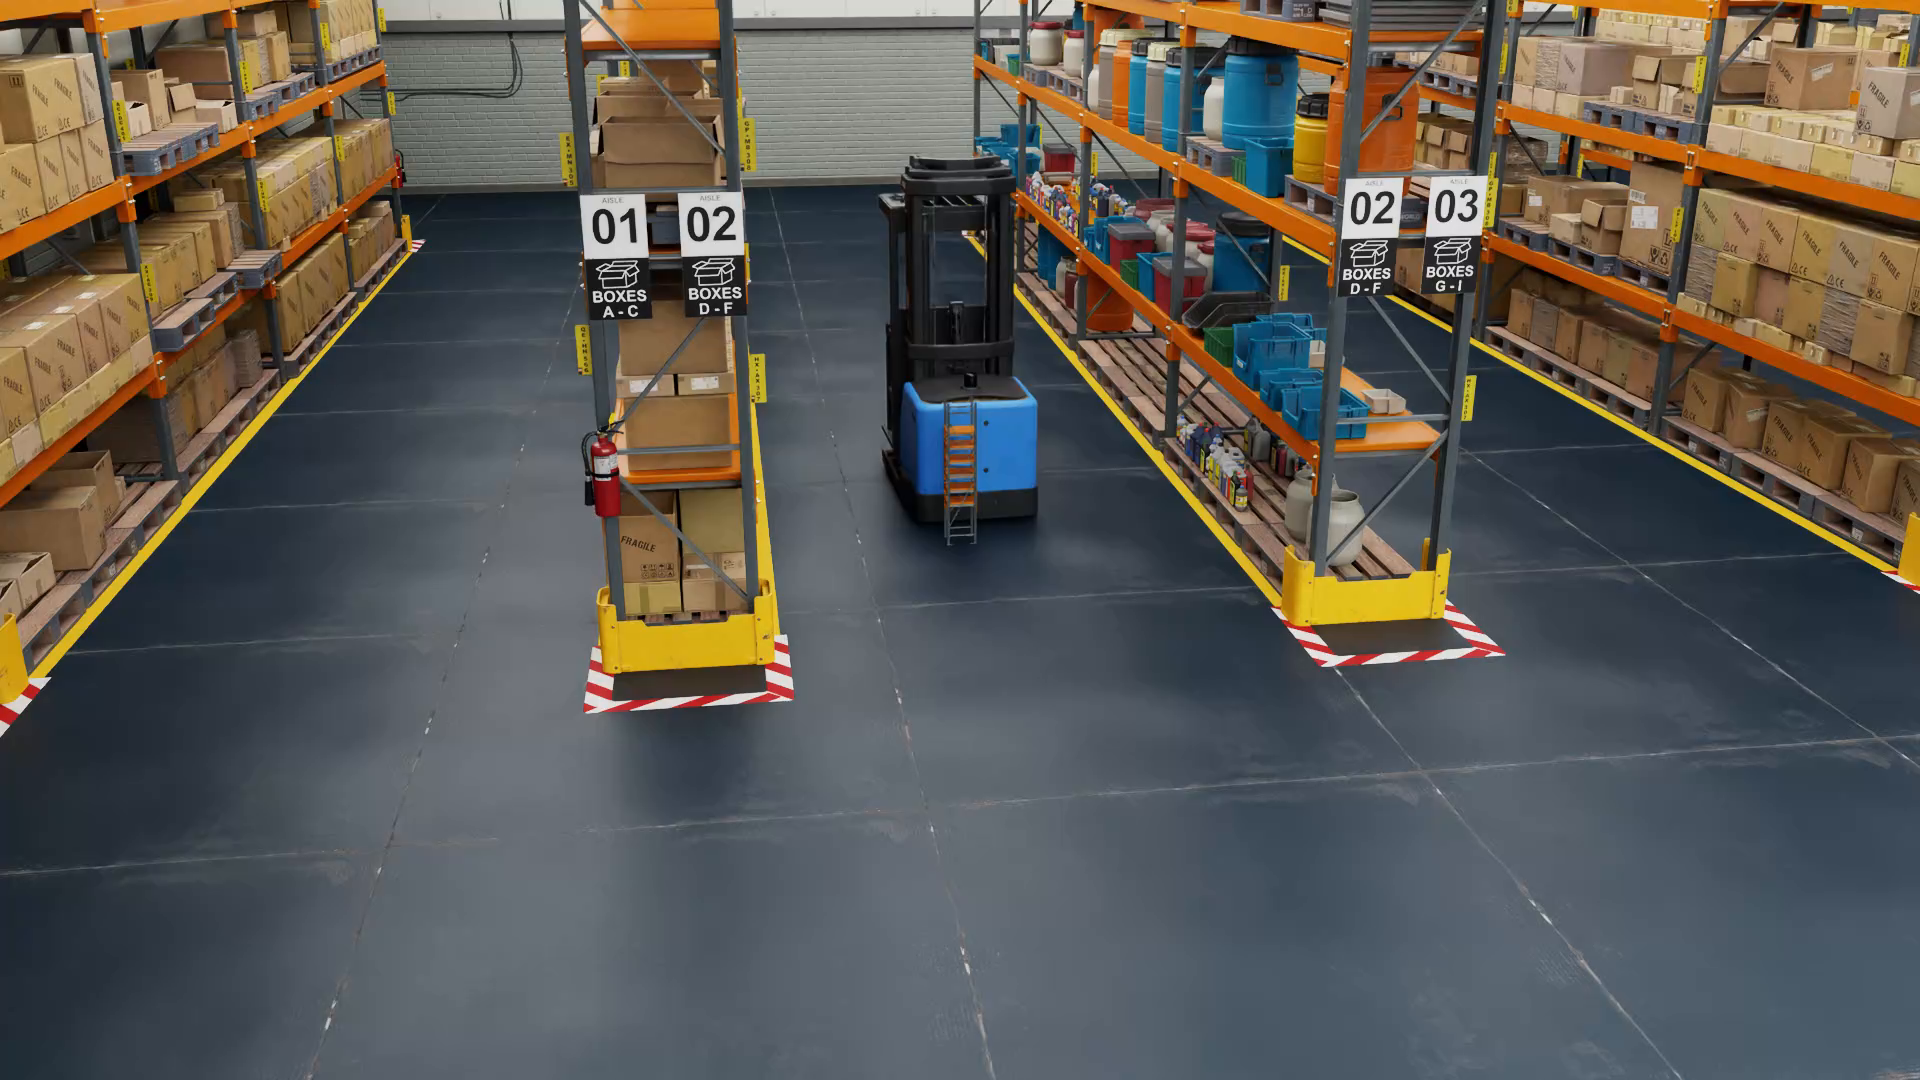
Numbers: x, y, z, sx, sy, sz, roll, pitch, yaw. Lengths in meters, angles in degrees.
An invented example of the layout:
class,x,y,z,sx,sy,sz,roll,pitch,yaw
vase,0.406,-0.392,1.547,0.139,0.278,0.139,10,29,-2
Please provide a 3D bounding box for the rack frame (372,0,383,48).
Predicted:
class,x,y,z,sx,sy,sz,roll,pitch,yaw
rack frame,-9.086,-8.692,24.126,1.000,3.000,0.127,-3,21,-8

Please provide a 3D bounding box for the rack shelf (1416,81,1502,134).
class,x,y,z,sx,sy,sz,roll,pitch,yaw
rack shelf,6.484,-5.622,21.222,1.077,0.370,4.000,-3,21,-8

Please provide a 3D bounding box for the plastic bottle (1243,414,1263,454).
class,x,y,z,sx,sy,sz,roll,pitch,yaw
plastic bottle,2.683,-0.976,15.199,0.144,0.351,0.185,-3,21,-8

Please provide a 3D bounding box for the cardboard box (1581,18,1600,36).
class,x,y,z,sx,sy,sz,roll,pitch,yaw
cardboard box,10.350,-8.247,26.721,0.500,0.250,0.500,-3,21,-7

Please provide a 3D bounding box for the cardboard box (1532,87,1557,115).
class,x,y,z,sx,sy,sz,roll,pitch,yaw
cardboard box,6.662,-4.843,18.322,0.500,0.250,0.500,-2,21,-6

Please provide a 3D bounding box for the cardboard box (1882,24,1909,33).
class,x,y,z,sx,sy,sz,roll,pitch,yaw
cardboard box,11.759,-6.306,20.788,0.396,0.266,0.258,-3,21,-8

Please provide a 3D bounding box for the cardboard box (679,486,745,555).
class,x,y,z,sx,sy,sz,roll,pitch,yaw
cardboard box,-1.809,-0.223,12.283,0.500,0.500,0.500,-3,21,-8

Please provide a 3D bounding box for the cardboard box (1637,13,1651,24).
class,x,y,z,sx,sy,sz,roll,pitch,yaw
cardboard box,10.558,-7.939,25.328,0.380,0.149,0.250,-2,21,-6

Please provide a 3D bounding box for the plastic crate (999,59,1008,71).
class,x,y,z,sx,sy,sz,roll,pitch,yaw
plastic crate,0.735,-6.699,23.455,0.293,0.136,0.466,-3,21,-8

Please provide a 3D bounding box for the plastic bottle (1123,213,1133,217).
class,x,y,z,sx,sy,sz,roll,pitch,yaw
plastic bottle,1.978,-3.712,19.544,0.152,0.276,0.135,-3,21,-8

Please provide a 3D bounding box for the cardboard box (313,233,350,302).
class,x,y,z,sx,sy,sz,roll,pitch,yaw
cardboard box,-8.287,-3.468,21.186,0.750,0.750,0.750,-3,21,-7

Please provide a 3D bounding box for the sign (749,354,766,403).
class,x,y,z,sx,sy,sz,roll,pitch,yaw
sign,-1.328,-1.061,10.920,0.100,0.325,0.005,-3,21,-8

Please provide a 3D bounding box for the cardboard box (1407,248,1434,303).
class,x,y,z,sx,sy,sz,roll,pitch,yaw
cardboard box,6.573,-3.611,21.535,1.225,0.875,0.875,-3,21,-8

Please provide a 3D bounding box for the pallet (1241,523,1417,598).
class,x,y,z,sx,sy,sz,roll,pitch,yaw
pallet,2.855,0.159,12.988,1.003,0.211,1.213,-3,21,-8

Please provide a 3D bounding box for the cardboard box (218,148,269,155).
class,x,y,z,sx,sy,sz,roll,pitch,yaw
cardboard box,-8.541,-4.517,19.854,0.500,0.250,0.500,-4,21,-10

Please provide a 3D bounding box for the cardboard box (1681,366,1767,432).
class,x,y,z,sx,sy,sz,roll,pitch,yaw
cardboard box,7.367,-1.361,16.046,0.500,0.500,0.500,-4,21,-9

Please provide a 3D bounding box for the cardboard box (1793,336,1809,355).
class,x,y,z,sx,sy,sz,roll,pitch,yaw
cardboard box,7.393,-1.666,14.248,0.380,0.149,0.250,-3,21,-8

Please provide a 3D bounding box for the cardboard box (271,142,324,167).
class,x,y,z,sx,sy,sz,roll,pitch,yaw
cardboard box,-8.124,-4.717,20.390,0.500,0.250,0.500,-2,21,-7

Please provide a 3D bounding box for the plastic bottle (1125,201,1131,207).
class,x,y,z,sx,sy,sz,roll,pitch,yaw
plastic bottle,2.055,-4.011,20.336,0.061,0.283,0.133,-3,21,-8

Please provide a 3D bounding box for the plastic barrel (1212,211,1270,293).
class,x,y,z,sx,sy,sz,roll,pitch,yaw
plastic barrel,2.692,-2.610,15.701,0.600,0.901,0.708,-3,21,-8

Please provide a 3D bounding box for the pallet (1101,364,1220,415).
class,x,y,z,sx,sy,sz,roll,pitch,yaw
pallet,2.117,-1.613,17.734,1.003,0.211,1.213,-3,21,-8

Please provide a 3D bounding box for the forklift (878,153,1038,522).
class,x,y,z,sx,sy,sz,roll,pitch,yaw
forklift,-0.116,-2.001,14.886,1.130,2.935,3.031,-4,21,-10

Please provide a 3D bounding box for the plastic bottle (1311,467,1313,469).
class,x,y,z,sx,sy,sz,roll,pitch,yaw
plastic bottle,3.022,-0.531,14.123,0.097,0.271,0.097,0,20,0

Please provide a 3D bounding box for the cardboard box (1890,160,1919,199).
class,x,y,z,sx,sy,sz,roll,pitch,yaw
cardboard box,7.530,-2.753,12.727,0.500,0.250,0.500,-3,21,-7

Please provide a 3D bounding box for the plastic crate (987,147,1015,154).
class,x,y,z,sx,sy,sz,roll,pitch,yaw
plastic crate,0.618,-5.773,25.039,0.416,0.233,0.300,-3,21,-8

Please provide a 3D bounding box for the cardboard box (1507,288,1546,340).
class,x,y,z,sx,sy,sz,roll,pitch,yaw
cardboard box,6.889,-2.665,19.509,0.700,0.500,0.500,-4,21,-11

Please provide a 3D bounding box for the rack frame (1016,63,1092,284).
class,x,y,z,sx,sy,sz,roll,pitch,yaw
rack frame,1.295,-4.996,22.806,1.000,3.000,0.127,-3,21,-8

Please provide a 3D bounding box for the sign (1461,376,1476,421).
class,x,y,z,sx,sy,sz,roll,pitch,yaw
sign,3.569,-0.997,11.704,0.100,0.325,0.005,-3,21,-8

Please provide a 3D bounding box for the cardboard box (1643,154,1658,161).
class,x,y,z,sx,sy,sz,roll,pitch,yaw
cardboard box,10.640,-5.793,25.298,0.380,0.149,0.250,-4,21,-10

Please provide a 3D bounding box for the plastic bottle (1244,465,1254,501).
class,x,y,z,sx,sy,sz,roll,pitch,yaw
plastic bottle,2.422,-0.483,13.976,0.061,0.283,0.133,-3,21,-8

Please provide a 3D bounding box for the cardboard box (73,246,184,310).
class,x,y,z,sx,sy,sz,roll,pitch,yaw
cardboard box,-7.469,-2.351,14.953,0.700,0.500,0.500,-1,20,-2

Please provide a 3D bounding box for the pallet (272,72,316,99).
class,x,y,z,sx,sy,sz,roll,pitch,yaw
pallet,-8.328,-5.497,20.133,0.805,0.209,1.217,-4,21,-10

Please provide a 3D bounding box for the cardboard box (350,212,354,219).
class,x,y,z,sx,sy,sz,roll,pitch,yaw
cardboard box,-8.955,-4.657,23.943,0.380,0.149,0.250,-3,21,-7

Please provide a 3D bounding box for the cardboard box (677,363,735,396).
class,x,y,z,sx,sy,sz,roll,pitch,yaw
cardboard box,-1.721,-1.090,11.278,0.380,0.149,0.250,-3,21,-8

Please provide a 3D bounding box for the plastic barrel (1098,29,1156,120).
class,x,y,z,sx,sy,sz,roll,pitch,yaw
plastic barrel,1.775,-4.956,17.695,0.600,0.901,0.600,0,20,0

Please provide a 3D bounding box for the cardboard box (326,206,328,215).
class,x,y,z,sx,sy,sz,roll,pitch,yaw
cardboard box,-8.128,-4.107,20.756,0.380,0.149,0.250,-2,21,-6

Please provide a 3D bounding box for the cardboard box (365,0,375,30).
class,x,y,z,sx,sy,sz,roll,pitch,yaw
cardboard box,-8.710,-7.572,23.814,0.500,0.500,0.500,-3,21,-8

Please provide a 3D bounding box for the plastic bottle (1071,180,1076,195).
class,x,y,z,sx,sy,sz,roll,pitch,yaw
plastic bottle,1.551,-4.770,22.485,0.097,0.201,0.097,0,20,0

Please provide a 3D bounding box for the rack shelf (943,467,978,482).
class,x,y,z,sx,sy,sz,roll,pitch,yaw
rack shelf,0.002,-0.515,13.508,0.258,0.103,0.180,-3,21,-8

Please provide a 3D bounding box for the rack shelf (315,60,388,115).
class,x,y,z,sx,sy,sz,roll,pitch,yaw
rack shelf,-8.797,-6.257,22.923,1.077,0.370,4.000,-3,21,-8

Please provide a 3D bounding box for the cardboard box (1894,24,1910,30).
class,x,y,z,sx,sy,sz,roll,pitch,yaw
cardboard box,15.355,-8.273,26.909,0.380,0.149,0.250,-2,21,-6

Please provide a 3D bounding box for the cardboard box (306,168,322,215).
class,x,y,z,sx,sy,sz,roll,pitch,yaw
cardboard box,-8.046,-4.194,20.063,0.500,0.500,0.500,-3,21,-8

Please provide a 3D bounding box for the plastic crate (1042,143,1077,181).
class,x,y,z,sx,sy,sz,roll,pitch,yaw
plastic crate,1.414,-5.376,23.646,0.402,0.464,0.583,-3,21,-8

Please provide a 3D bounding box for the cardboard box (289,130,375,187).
class,x,y,z,sx,sy,sz,roll,pitch,yaw
cardboard box,-8.785,-5.330,23.271,0.980,0.700,0.700,-4,21,-10

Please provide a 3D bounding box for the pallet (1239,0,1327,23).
class,x,y,z,sx,sy,sz,roll,pitch,yaw
pallet,2.773,-4.053,12.549,1.003,0.211,1.213,-3,21,-8

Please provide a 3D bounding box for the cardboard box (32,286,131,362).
class,x,y,z,sx,sy,sz,roll,pitch,yaw
cardboard box,-6.904,-1.696,13.085,0.500,0.500,0.500,-3,21,-8

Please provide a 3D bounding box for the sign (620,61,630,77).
class,x,y,z,sx,sy,sz,roll,pitch,yaw
sign,-3.568,-4.983,17.746,0.100,0.325,0.005,-3,21,-8

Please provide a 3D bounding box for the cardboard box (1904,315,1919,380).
class,x,y,z,sx,sy,sz,roll,pitch,yaw
cardboard box,7.874,-1.469,12.795,0.875,0.500,0.500,-3,21,-8

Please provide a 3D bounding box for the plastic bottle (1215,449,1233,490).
class,x,y,z,sx,sy,sz,roll,pitch,yaw
plastic bottle,2.269,-0.614,14.230,0.144,0.351,0.185,-2,21,-6

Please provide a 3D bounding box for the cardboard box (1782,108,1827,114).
class,x,y,z,sx,sy,sz,roll,pitch,yaw
cardboard box,7.630,-3.803,14.968,0.380,0.149,0.250,-3,21,-7

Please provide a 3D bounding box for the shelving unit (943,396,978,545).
class,x,y,z,sx,sy,sz,roll,pitch,yaw
shelving unit,0.002,-0.557,13.493,0.258,1.200,0.189,-3,21,-8

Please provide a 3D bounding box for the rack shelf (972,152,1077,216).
class,x,y,z,sx,sy,sz,roll,pitch,yaw
rack shelf,1.006,-5.352,24.786,1.077,0.370,4.000,-3,21,-8

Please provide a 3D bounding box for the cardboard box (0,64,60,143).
class,x,y,z,sx,sy,sz,roll,pitch,yaw
cardboard box,-6.840,-3.127,11.914,0.500,0.500,0.500,-4,21,-10

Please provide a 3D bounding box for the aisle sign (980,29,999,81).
class,x,y,z,sx,sy,sz,roll,pitch,yaw
aisle sign,0.414,-7.609,26.086,0.394,0.787,0.004,-3,21,-8

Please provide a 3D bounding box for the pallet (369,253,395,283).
class,x,y,z,sx,sy,sz,roll,pitch,yaw
pallet,-8.720,-3.881,23.805,1.003,0.211,1.213,-3,21,-8

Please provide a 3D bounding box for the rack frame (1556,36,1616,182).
class,x,y,z,sx,sy,sz,roll,pitch,yaw
rack frame,10.542,-6.846,27.759,1.000,3.000,0.127,-3,21,-8

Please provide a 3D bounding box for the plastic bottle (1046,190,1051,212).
class,x,y,z,sx,sy,sz,roll,pitch,yaw
plastic bottle,1.141,-4.314,21.163,0.097,0.271,0.097,0,20,0

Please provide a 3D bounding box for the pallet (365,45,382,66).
class,x,y,z,sx,sy,sz,roll,pitch,yaw
pallet,-8.968,-6.989,23.980,1.003,0.211,1.213,-3,21,-8
